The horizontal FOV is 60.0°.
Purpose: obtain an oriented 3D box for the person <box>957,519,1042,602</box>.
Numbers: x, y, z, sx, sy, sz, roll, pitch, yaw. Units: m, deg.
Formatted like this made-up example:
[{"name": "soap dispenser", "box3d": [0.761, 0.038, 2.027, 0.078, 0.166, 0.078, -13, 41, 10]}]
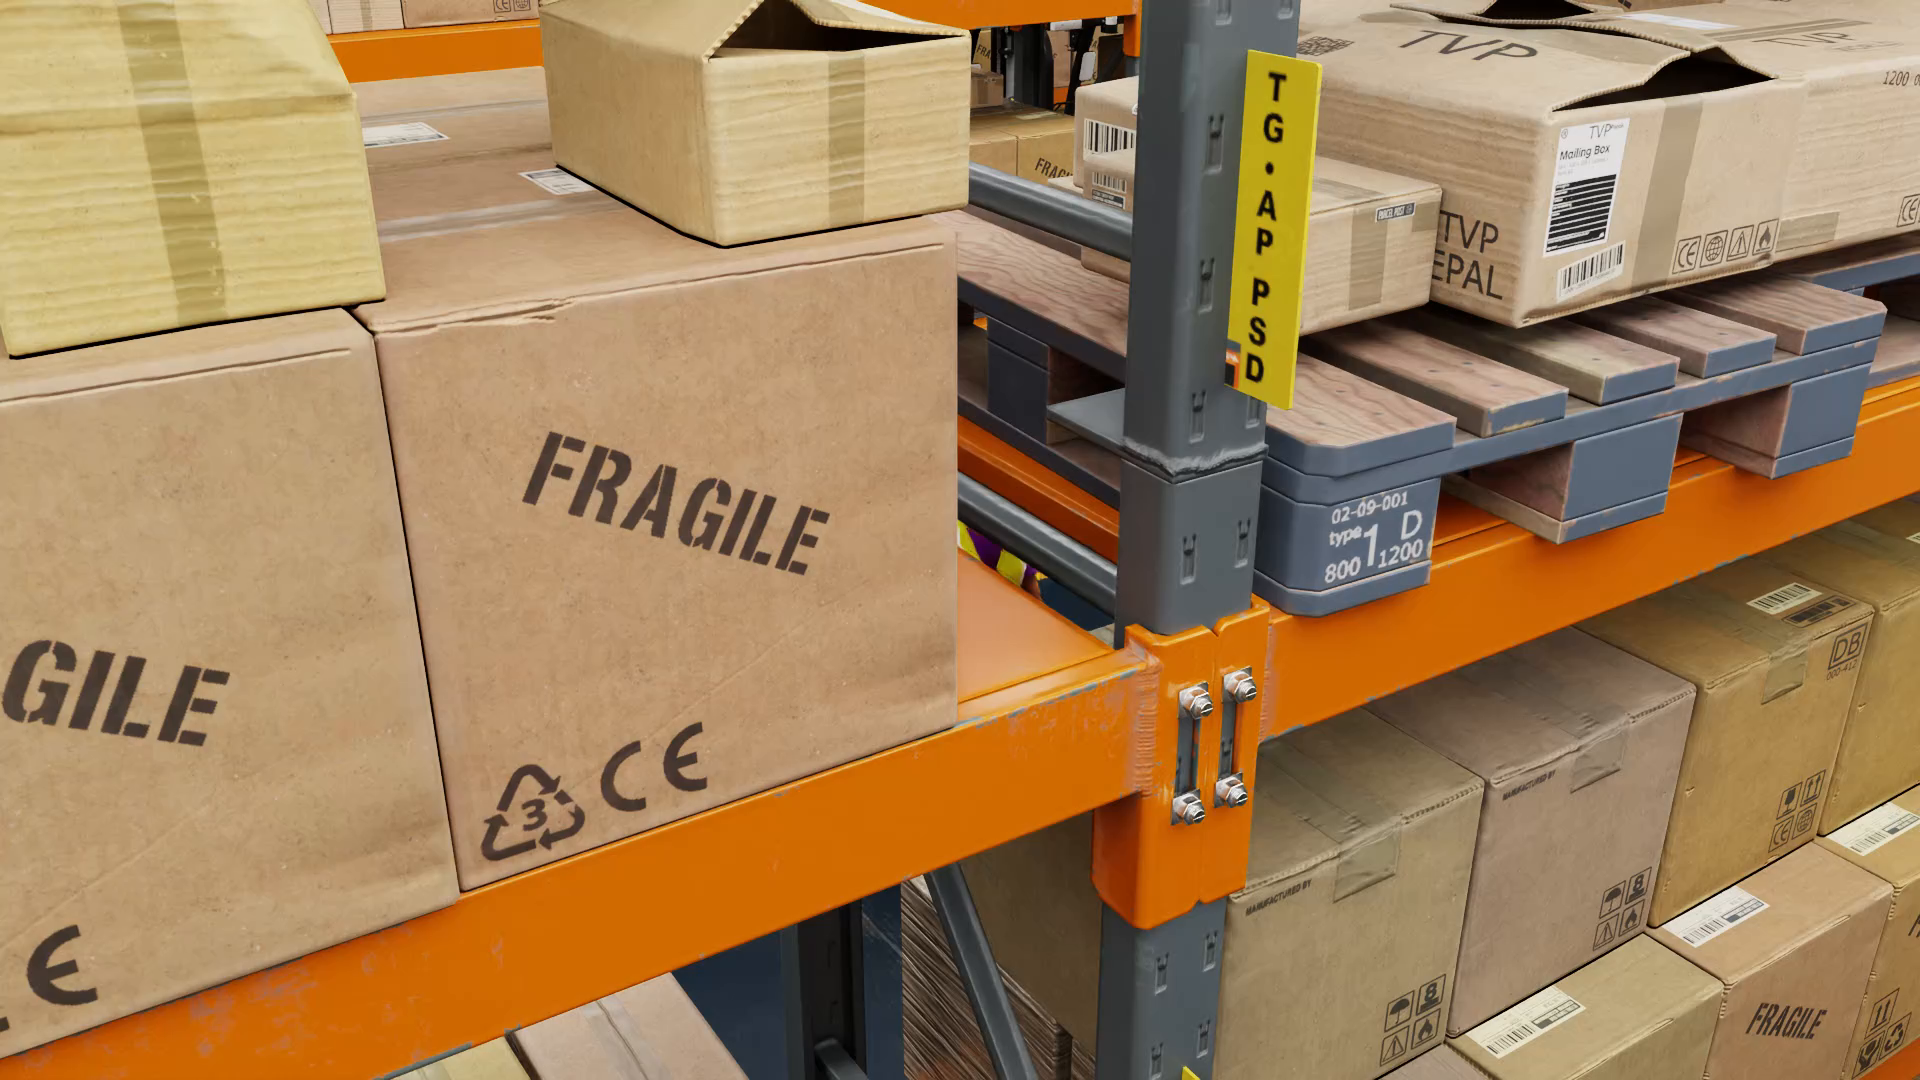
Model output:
[{"name": "person", "box3d": [0.062, 0.404, 5.734, 0.501, 1.746, 0.593, -16, 29, -31]}]
